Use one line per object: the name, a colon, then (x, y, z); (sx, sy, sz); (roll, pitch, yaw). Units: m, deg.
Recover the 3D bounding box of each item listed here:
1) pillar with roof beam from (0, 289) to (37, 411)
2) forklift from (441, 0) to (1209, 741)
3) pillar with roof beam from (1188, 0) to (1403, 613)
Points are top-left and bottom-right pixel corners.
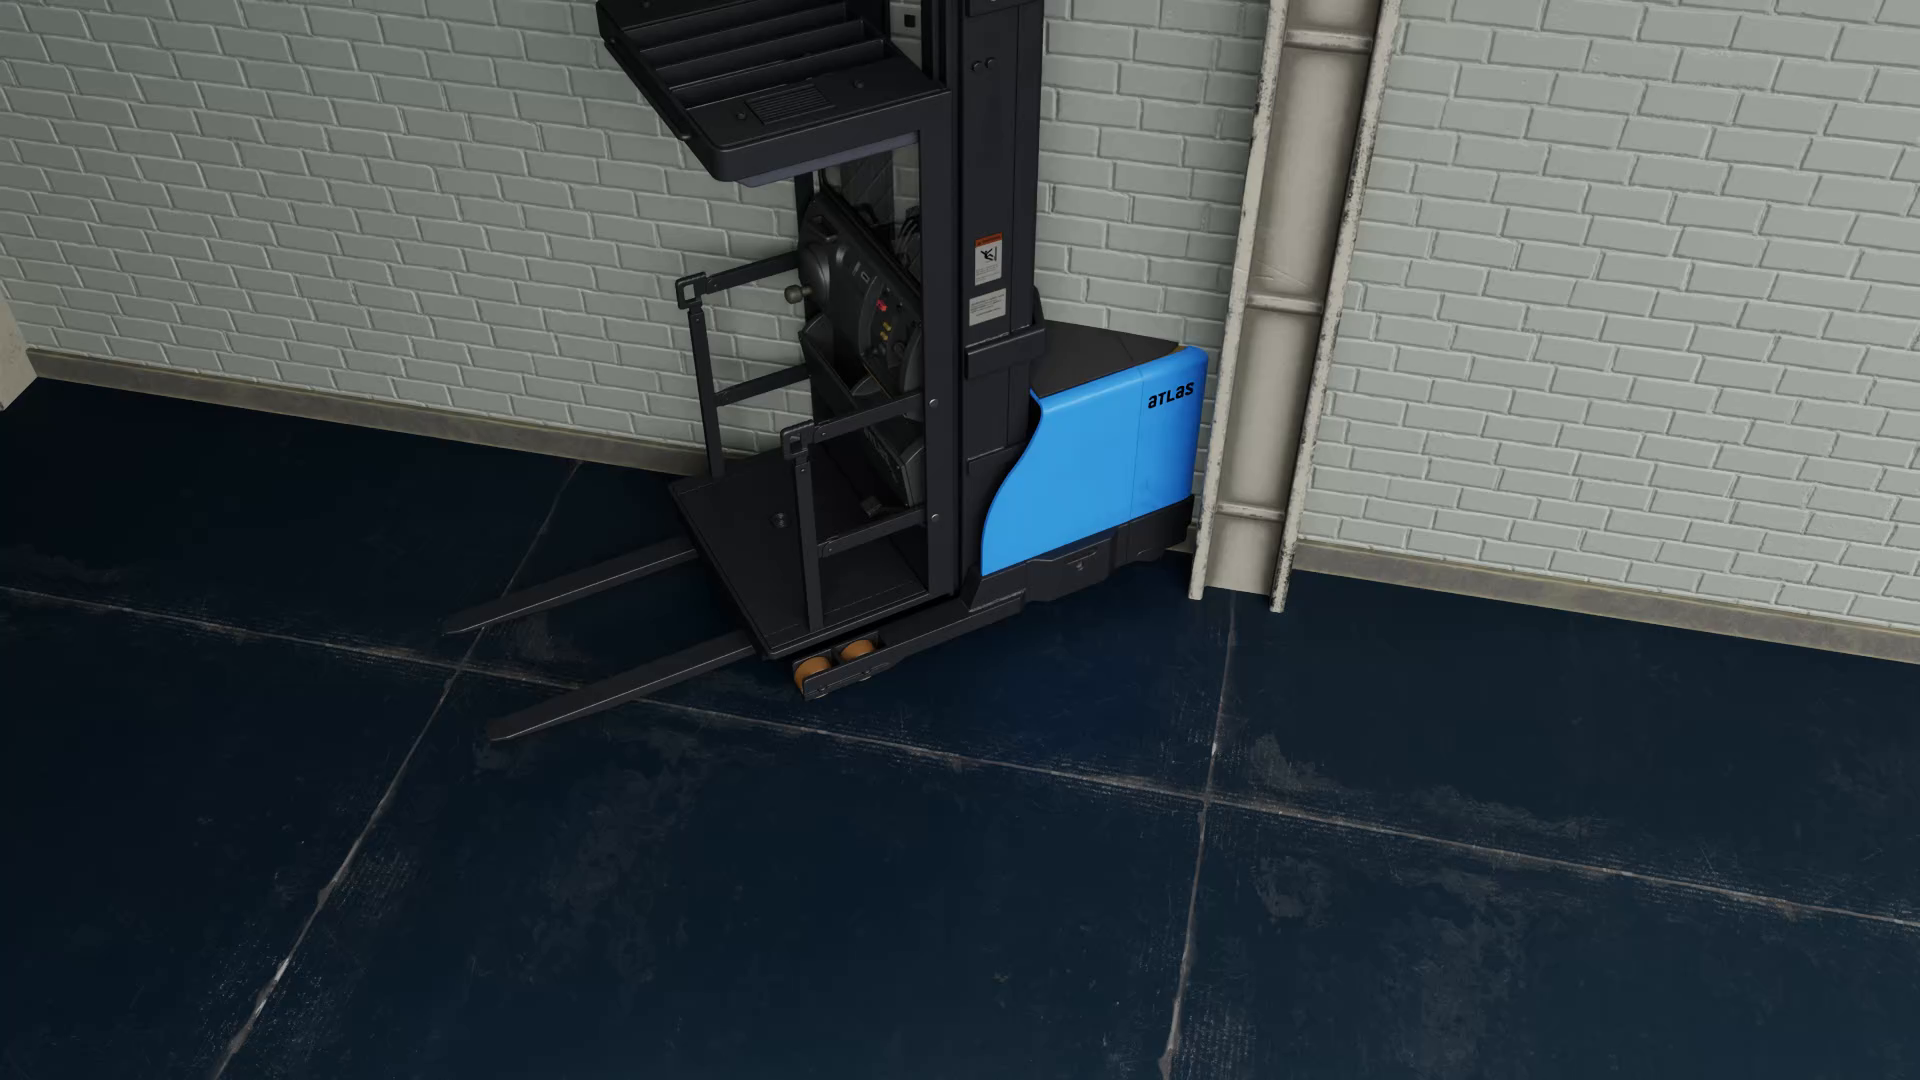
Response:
pillar with roof beam: (-5.616, -1.069, 1.832); (0.400, 9.000, 9.100); (9, 45, 9)
forklift: (-0.551, -0.853, 5.983); (3.031, 2.935, 1.130); (-20, 47, -20)
pillar with roof beam: (0.239, -0.161, 0.888); (0.400, 9.000, 9.100); (9, 45, 9)
